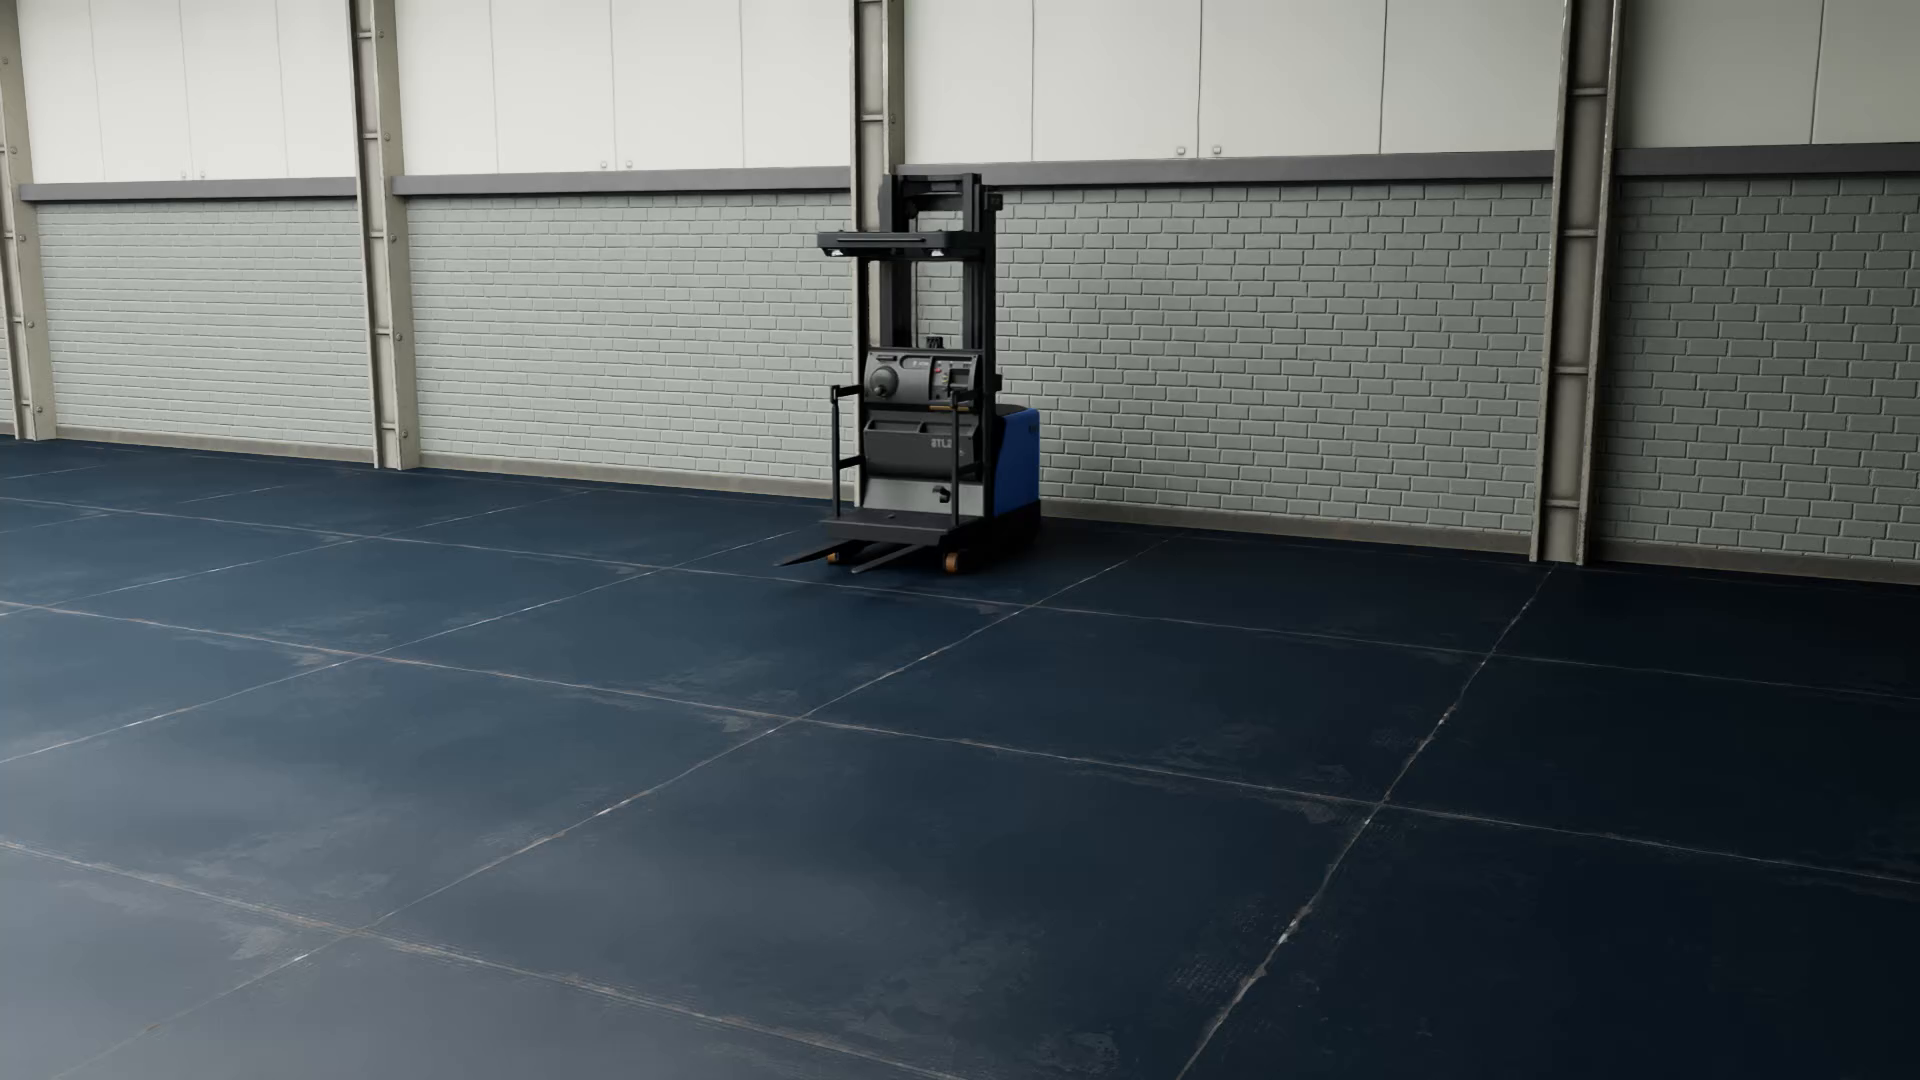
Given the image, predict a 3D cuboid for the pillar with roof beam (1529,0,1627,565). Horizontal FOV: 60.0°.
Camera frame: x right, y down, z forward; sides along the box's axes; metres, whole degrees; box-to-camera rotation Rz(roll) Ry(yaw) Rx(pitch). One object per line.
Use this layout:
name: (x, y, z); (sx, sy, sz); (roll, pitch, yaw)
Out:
pillar with roof beam: (2.736, -3.588, 8.286); (0.400, 9.000, 9.100); (5, 11, 26)

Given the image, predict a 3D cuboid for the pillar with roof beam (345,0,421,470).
pillar with roof beam: (-8.025, -4.533, 13.510); (0.400, 9.000, 9.100); (5, 11, 26)

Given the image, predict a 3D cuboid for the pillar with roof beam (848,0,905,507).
pillar with roof beam: (-2.644, -4.061, 10.898); (0.400, 9.000, 9.100); (5, 11, 26)

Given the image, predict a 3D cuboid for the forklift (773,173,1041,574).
forklift: (-0.384, -1.275, 12.545); (1.130, 2.935, 3.031); (4, 11, 23)

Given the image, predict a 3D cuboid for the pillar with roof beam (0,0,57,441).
pillar with roof beam: (-13.406, -5.006, 16.123); (0.400, 9.000, 9.100); (5, 11, 26)
